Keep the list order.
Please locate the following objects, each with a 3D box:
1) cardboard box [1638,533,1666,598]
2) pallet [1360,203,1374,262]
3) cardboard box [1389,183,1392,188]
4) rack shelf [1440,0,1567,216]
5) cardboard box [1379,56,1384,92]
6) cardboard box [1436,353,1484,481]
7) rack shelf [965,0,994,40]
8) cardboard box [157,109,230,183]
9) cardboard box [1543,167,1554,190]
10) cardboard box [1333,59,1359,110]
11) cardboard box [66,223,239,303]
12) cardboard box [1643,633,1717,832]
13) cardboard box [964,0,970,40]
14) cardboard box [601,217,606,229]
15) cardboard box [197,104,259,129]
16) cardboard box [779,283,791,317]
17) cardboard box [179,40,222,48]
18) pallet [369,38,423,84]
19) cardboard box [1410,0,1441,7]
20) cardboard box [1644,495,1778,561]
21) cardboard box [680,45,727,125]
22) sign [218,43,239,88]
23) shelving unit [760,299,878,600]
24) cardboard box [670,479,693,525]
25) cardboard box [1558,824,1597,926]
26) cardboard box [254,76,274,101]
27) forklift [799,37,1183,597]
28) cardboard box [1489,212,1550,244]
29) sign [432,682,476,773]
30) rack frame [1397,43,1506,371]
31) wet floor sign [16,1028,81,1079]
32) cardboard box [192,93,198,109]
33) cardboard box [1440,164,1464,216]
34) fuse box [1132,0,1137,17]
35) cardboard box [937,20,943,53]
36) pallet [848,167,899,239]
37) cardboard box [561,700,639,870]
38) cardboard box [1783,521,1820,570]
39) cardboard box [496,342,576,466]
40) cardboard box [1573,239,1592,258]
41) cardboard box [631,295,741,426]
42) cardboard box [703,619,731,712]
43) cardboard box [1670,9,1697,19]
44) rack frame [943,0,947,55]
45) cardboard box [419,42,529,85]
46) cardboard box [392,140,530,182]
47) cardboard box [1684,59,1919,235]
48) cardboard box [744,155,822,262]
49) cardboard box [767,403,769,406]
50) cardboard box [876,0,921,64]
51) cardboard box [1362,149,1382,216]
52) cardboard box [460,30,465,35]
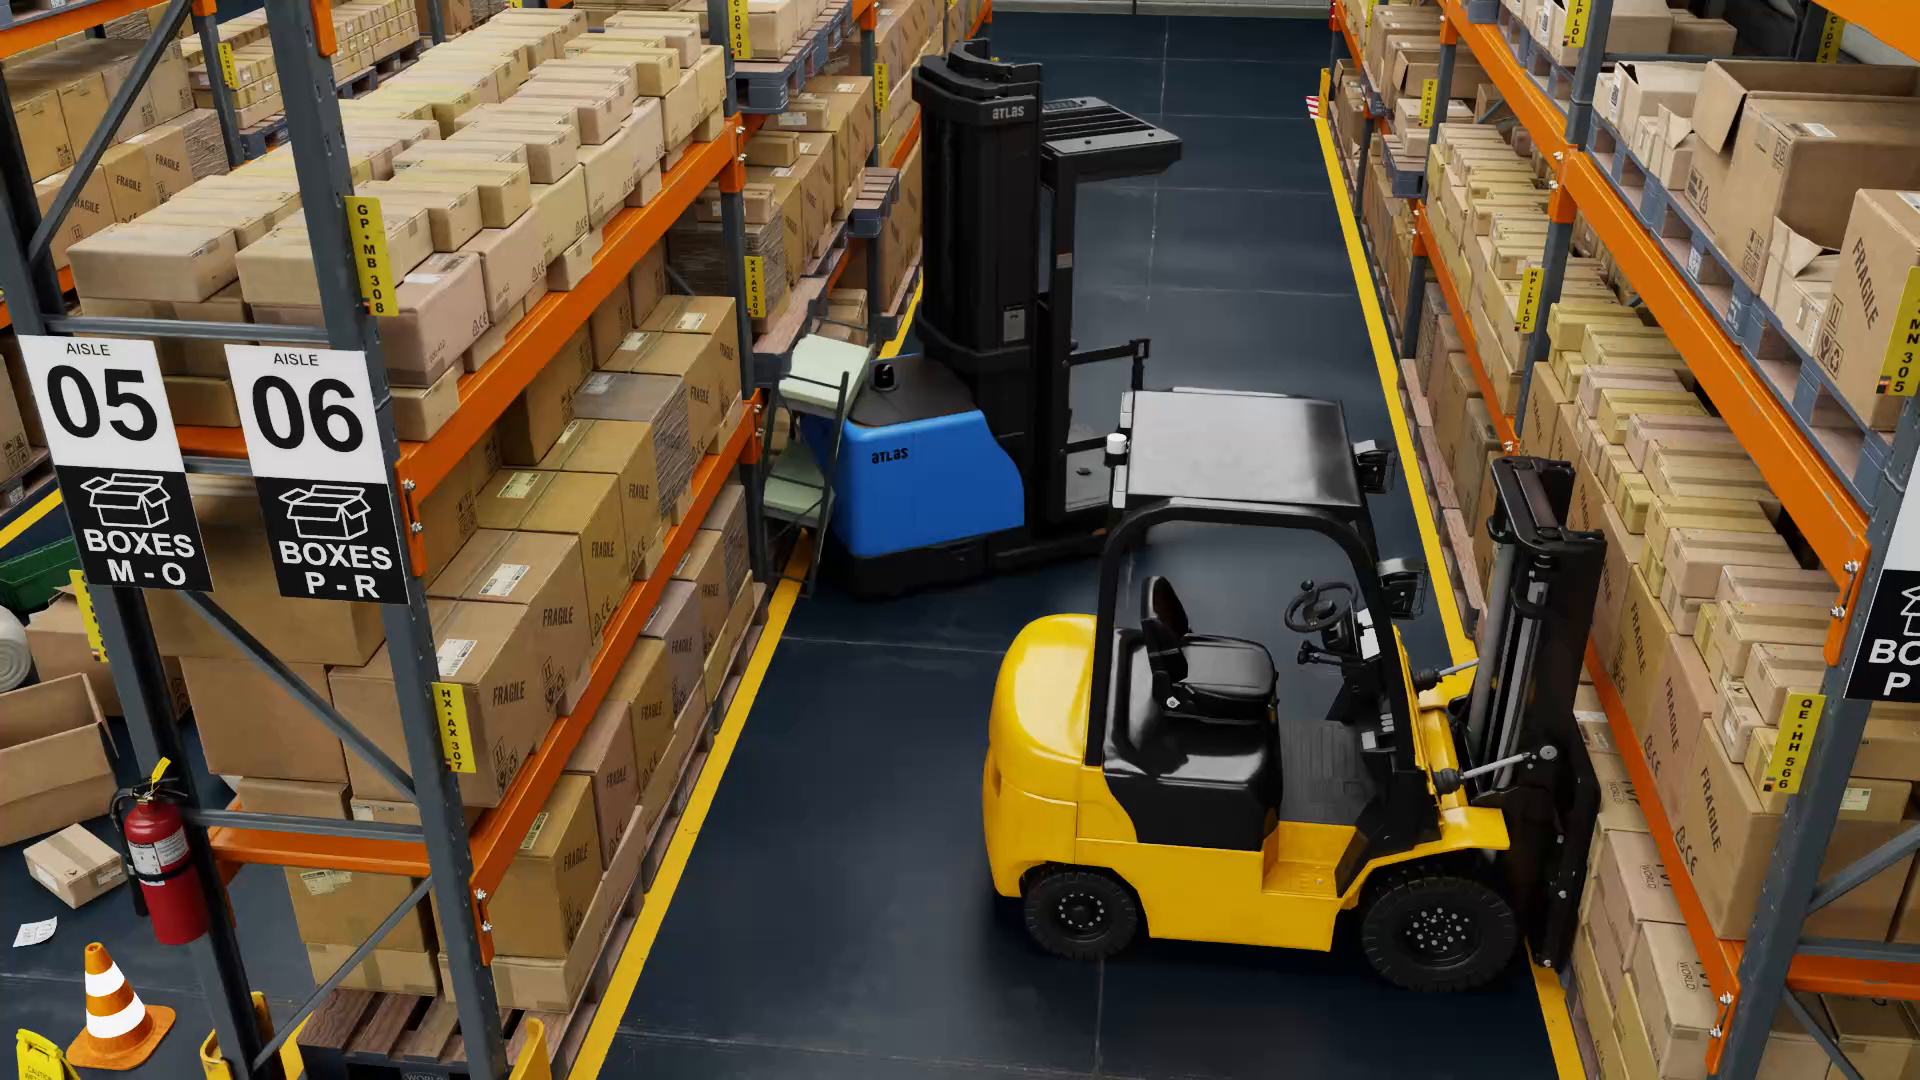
[{"bbox_3d":[2.730,0.100,6.113,0.380,0.149,0.250,4,29,7],"label":"cardboard box"},{"bbox_3d":[4.241,-2.822,15.265,1.003,0.211,1.213,3,28,6],"label":"pallet"},{"bbox_3d":[3.930,-3.150,14.442,0.380,0.149,0.250,3,28,6],"label":"cardboard box"},{"bbox_3d":[3.568,-2.614,9.535,1.077,0.370,4.000,3,28,6],"label":"rack shelf"},{"bbox_3d":[3.752,-3.929,14.078,0.396,0.266,0.258,5,29,9],"label":"cardboard box"},{"bbox_3d":[3.569,-0.773,10.584,0.875,0.625,0.625,2,28,4],"label":"cardboard box"},{"bbox_3d":[-0.378,-5.346,17.769,1.077,0.370,4.000,3,28,6],"label":"rack shelf"},{"bbox_3d":[-5.827,-2.895,12.355,0.500,0.500,0.500,3,28,6],"label":"cardboard box"},{"bbox_3d":[3.891,-2.230,10.438,0.380,0.149,0.250,3,28,6],"label":"cardboard box"},{"bbox_3d":[4.625,-5.121,18.782,0.797,0.503,0.637,2,28,4],"label":"cardboard box"},{"bbox_3d":[-2.345,-0.810,4.852,0.380,0.149,0.250,4,29,7],"label":"cardboard box"},{"bbox_3d":[2.706,0.679,5.721,0.500,0.500,0.500,4,29,8],"label":"cardboard box"},{"bbox_3d":[-0.173,-5.441,17.082,0.500,0.500,0.500,4,29,7],"label":"cardboard box"},{"bbox_3d":[-1.623,-1.277,6.560,0.380,0.149,0.250,3,28,6],"label":"cardboard box"},{"bbox_3d":[-5.783,-3.352,13.131,0.380,0.149,0.250,3,28,5],"label":"cardboard box"},{"bbox_3d":[-1.183,-1.389,9.487,0.380,0.149,0.250,4,29,7],"label":"cardboard box"},{"bbox_3d":[-6.339,-4.039,13.780,0.380,0.149,0.250,4,29,8],"label":"cardboard box"},{"bbox_3d":[-5.786,-4.526,15.690,1.003,0.211,1.213,3,28,6],"label":"pallet"},{"bbox_3d":[4.750,-5.515,16.378,0.500,0.500,0.500,3,28,5],"label":"cardboard box"},{"bbox_3d":[2.725,-0.034,6.047,0.380,0.149,0.250,4,29,7],"label":"cardboard box"},{"bbox_3d":[-1.390,-2.117,7.698,0.500,0.250,0.500,3,28,6],"label":"cardboard box"},{"bbox_3d":[-5.487,-3.557,12.470,0.100,0.325,0.005,3,28,6],"label":"sign"},{"bbox_3d":[-0.856,-0.512,9.523,0.431,1.500,0.755,14,33,2],"label":"shelving unit"},{"bbox_3d":[-1.462,-0.197,7.719,0.380,0.149,0.250,3,28,5],"label":"cardboard box"},{"bbox_3d":[2.697,1.293,6.617,0.500,0.250,0.500,3,28,5],"label":"cardboard box"},{"bbox_3d":[-5.749,-3.627,13.329,0.380,0.149,0.250,5,29,9],"label":"cardboard box"},{"bbox_3d":[0.589,-1.411,9.779,3.031,2.935,1.130,-12,30,-20],"label":"forklift"},{"bbox_3d":[3.272,-1.775,9.593,0.380,0.149,0.250,4,29,7],"label":"cardboard box"},{"bbox_3d":[-1.555,0.578,5.102,0.100,0.325,0.005,3,28,6],"label":"sign"},{"bbox_3d":[3.813,-2.552,11.824,1.000,3.000,0.127,3,28,6],"label":"rack frame"},{"bbox_3d":[-3.179,1.991,5.874,0.267,0.644,0.232,14,31,24],"label":"wet floor sign"},{"bbox_3d":[-6.402,-3.528,13.459,0.380,0.149,0.250,3,28,6],"label":"cardboard box"},{"bbox_3d":[3.454,-2.275,10.942,0.500,0.250,0.500,4,29,8],"label":"cardboard box"},{"bbox_3d":[2.602,-8.502,24.227,0.539,1.711,0.414,3,28,6],"label":"fuse box"},{"bbox_3d":[-0.436,-4.654,15.356,0.500,0.250,0.500,3,28,6],"label":"cardboard box"},{"bbox_3d":[-1.095,-2.412,11.767,1.213,0.211,1.003,3,28,6],"label":"pallet"},{"bbox_3d":[-1.658,1.002,6.894,0.500,0.500,0.500,2,28,4],"label":"cardboard box"},{"bbox_3d":[3.342,0.020,6.261,0.380,0.149,0.250,3,28,6],"label":"cardboard box"},{"bbox_3d":[-2.019,-0.652,6.823,0.700,0.500,0.500,3,28,6],"label":"cardboard box"},{"bbox_3d":[3.786,-1.524,9.547,0.500,0.250,0.500,3,28,5],"label":"cardboard box"},{"bbox_3d":[-1.411,-0.907,8.352,0.500,0.500,0.500,3,28,5],"label":"cardboard box"},{"bbox_3d":[-1.464,0.615,8.402,0.500,0.250,0.500,3,28,5],"label":"cardboard box"},{"bbox_3d":[3.534,-2.621,8.506,0.380,0.149,0.250,3,28,6],"label":"cardboard box"},{"bbox_3d":[-0.623,-4.721,15.851,1.000,3.000,0.127,3,28,6],"label":"rack frame"},{"bbox_3d":[-2.069,-2.017,7.093,0.380,0.149,0.250,3,28,6],"label":"cardboard box"},{"bbox_3d":[-1.701,-1.259,5.685,0.380,0.149,0.250,3,28,6],"label":"cardboard box"},{"bbox_3d":[2.980,-1.353,5.779,0.797,0.503,0.637,4,29,8],"label":"cardboard box"},{"bbox_3d":[-1.126,-1.987,9.914,0.500,0.500,0.500,3,28,6],"label":"cardboard box"},{"bbox_3d":[-1.373,-0.897,11.079,0.950,0.372,0.625,4,29,8],"label":"cardboard box"},{"bbox_3d":[-0.615,-4.255,13.825,0.500,0.500,0.500,4,29,7],"label":"cardboard box"},{"bbox_3d":[4.021,-3.304,15.414,0.500,0.500,0.500,5,29,8],"label":"cardboard box"},{"bbox_3d":[-5.231,-5.091,16.802,0.380,0.149,0.250,4,29,8],"label":"cardboard box"}]
